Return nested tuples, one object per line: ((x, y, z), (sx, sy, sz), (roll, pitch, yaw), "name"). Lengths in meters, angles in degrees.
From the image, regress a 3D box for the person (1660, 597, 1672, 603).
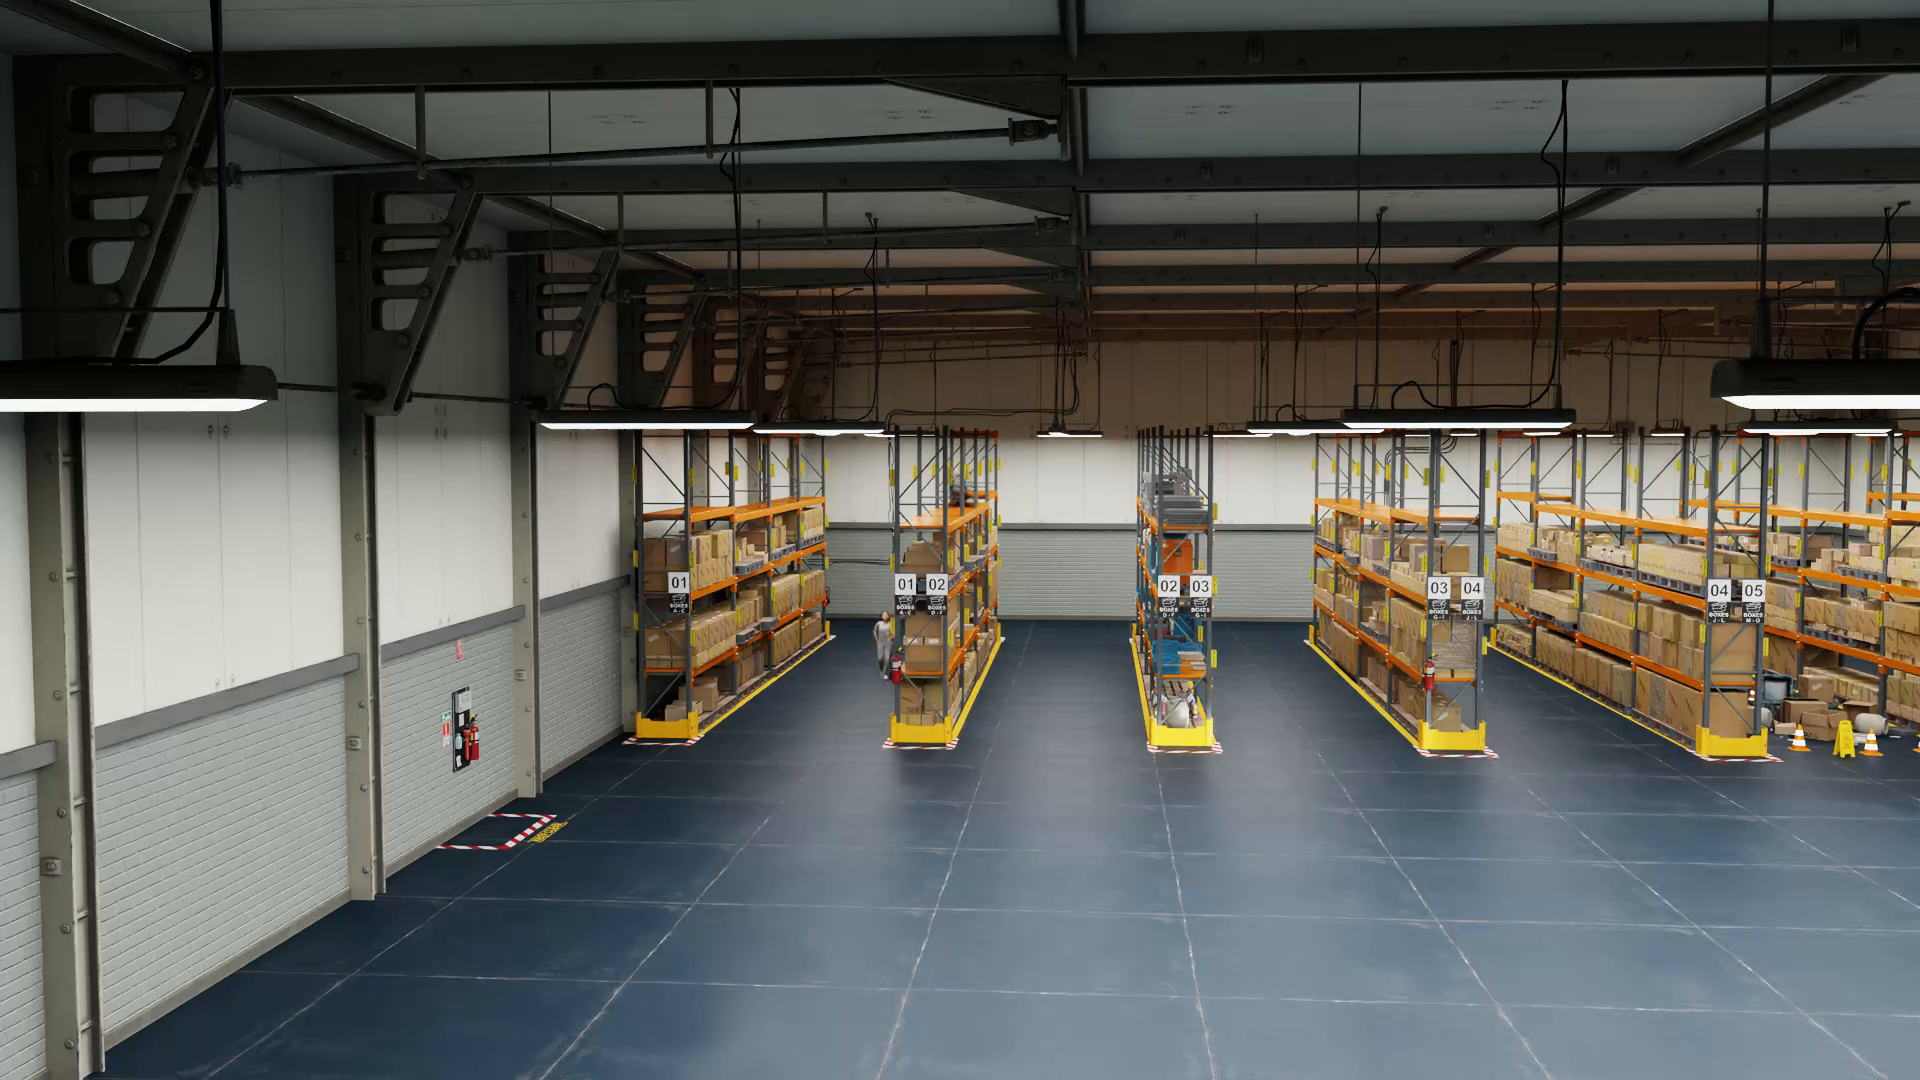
((20.071, 2.061, 47.201), (0.570, 1.639, 0.637), (0, 3, 3), "person")

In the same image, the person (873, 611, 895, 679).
((-1.808, 2.511, 39.737), (0.545, 1.643, 0.514), (0, 3, 1), "person")

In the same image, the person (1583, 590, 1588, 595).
((17.099, 2.172, 45.393), (0.556, 1.624, 0.610), (-1, 4, -12), "person")
